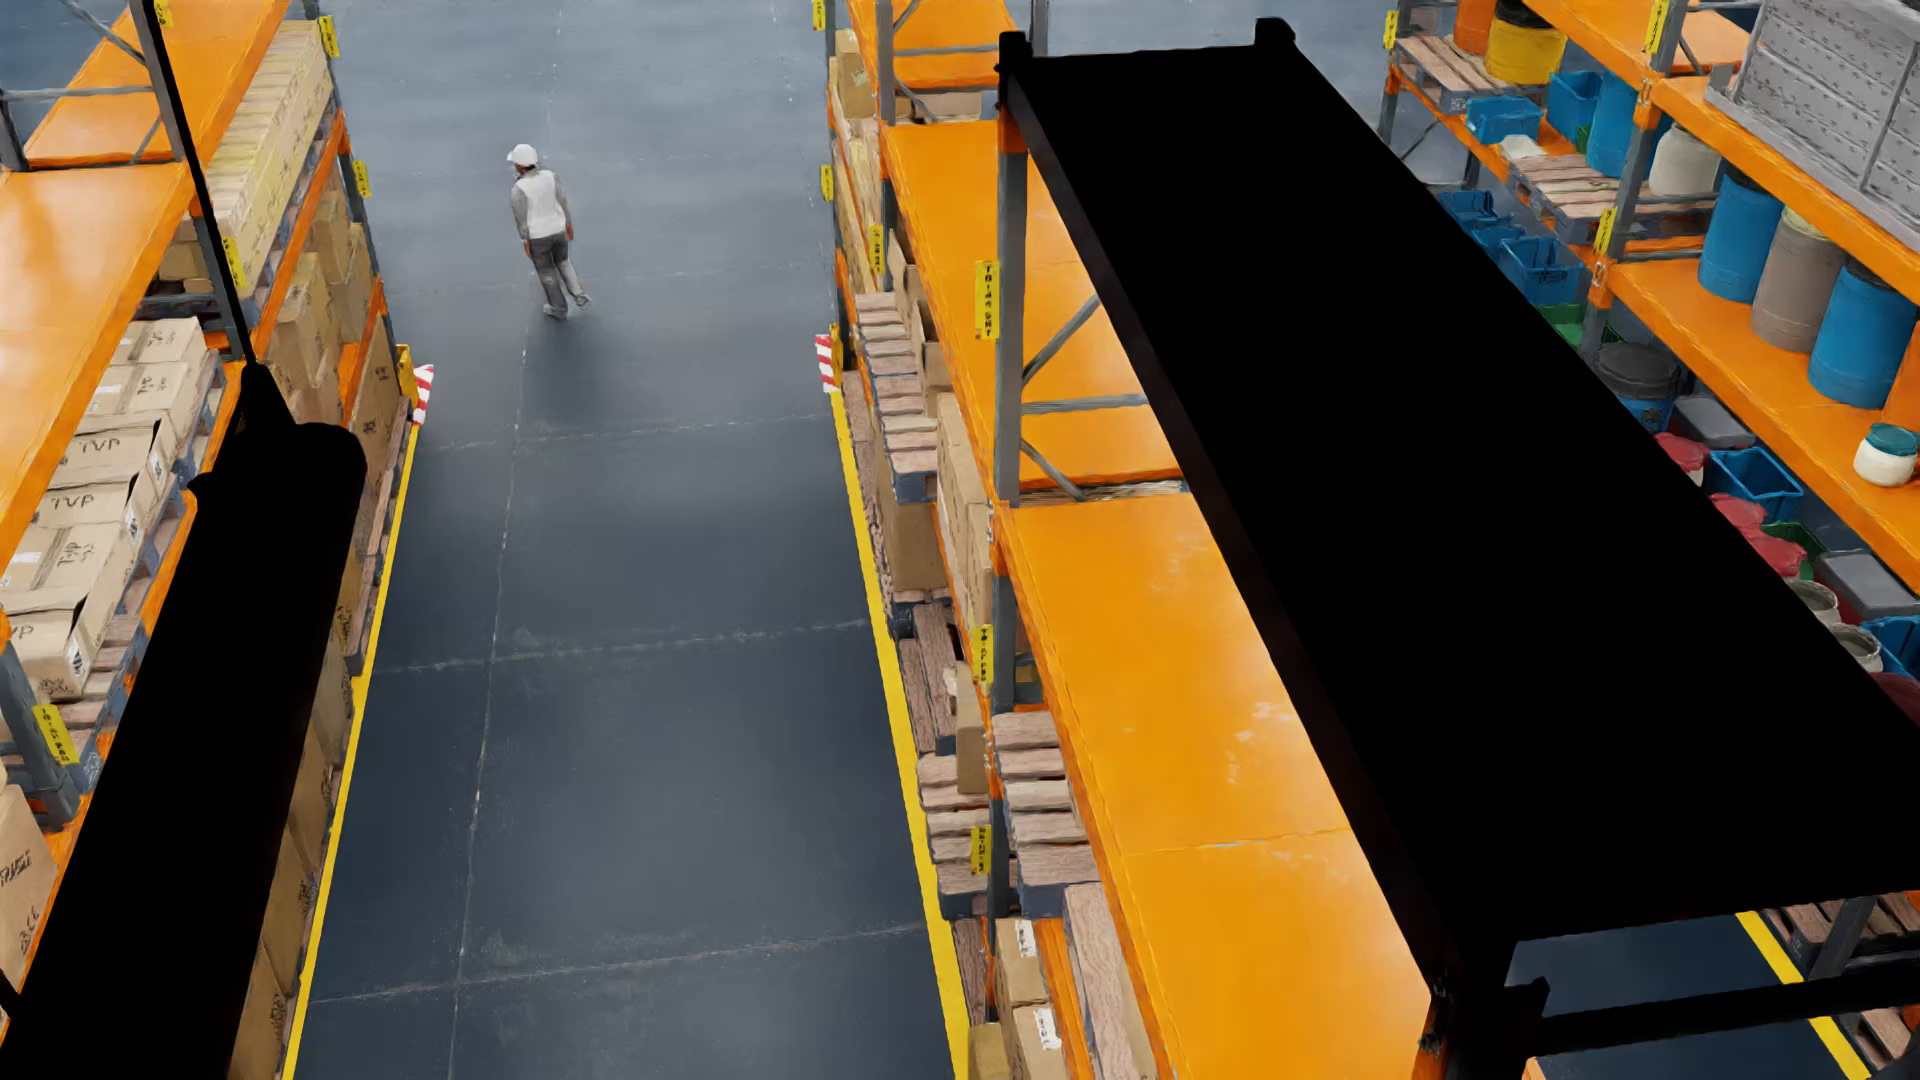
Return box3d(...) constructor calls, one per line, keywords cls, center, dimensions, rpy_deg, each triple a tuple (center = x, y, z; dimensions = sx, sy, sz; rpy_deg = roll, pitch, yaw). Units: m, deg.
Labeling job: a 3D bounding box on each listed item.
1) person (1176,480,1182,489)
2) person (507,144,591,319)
box3d(cls="person", center=(1.455, -0.620, 12.957), dimensions=(0.536, 1.007, 0.972), rpy_deg=(7, 37, 10))
box3d(cls="person", center=(-3.943, -2.964, 16.006), dimensions=(0.559, 1.768, 0.515), rpy_deg=(30, 46, 34))
